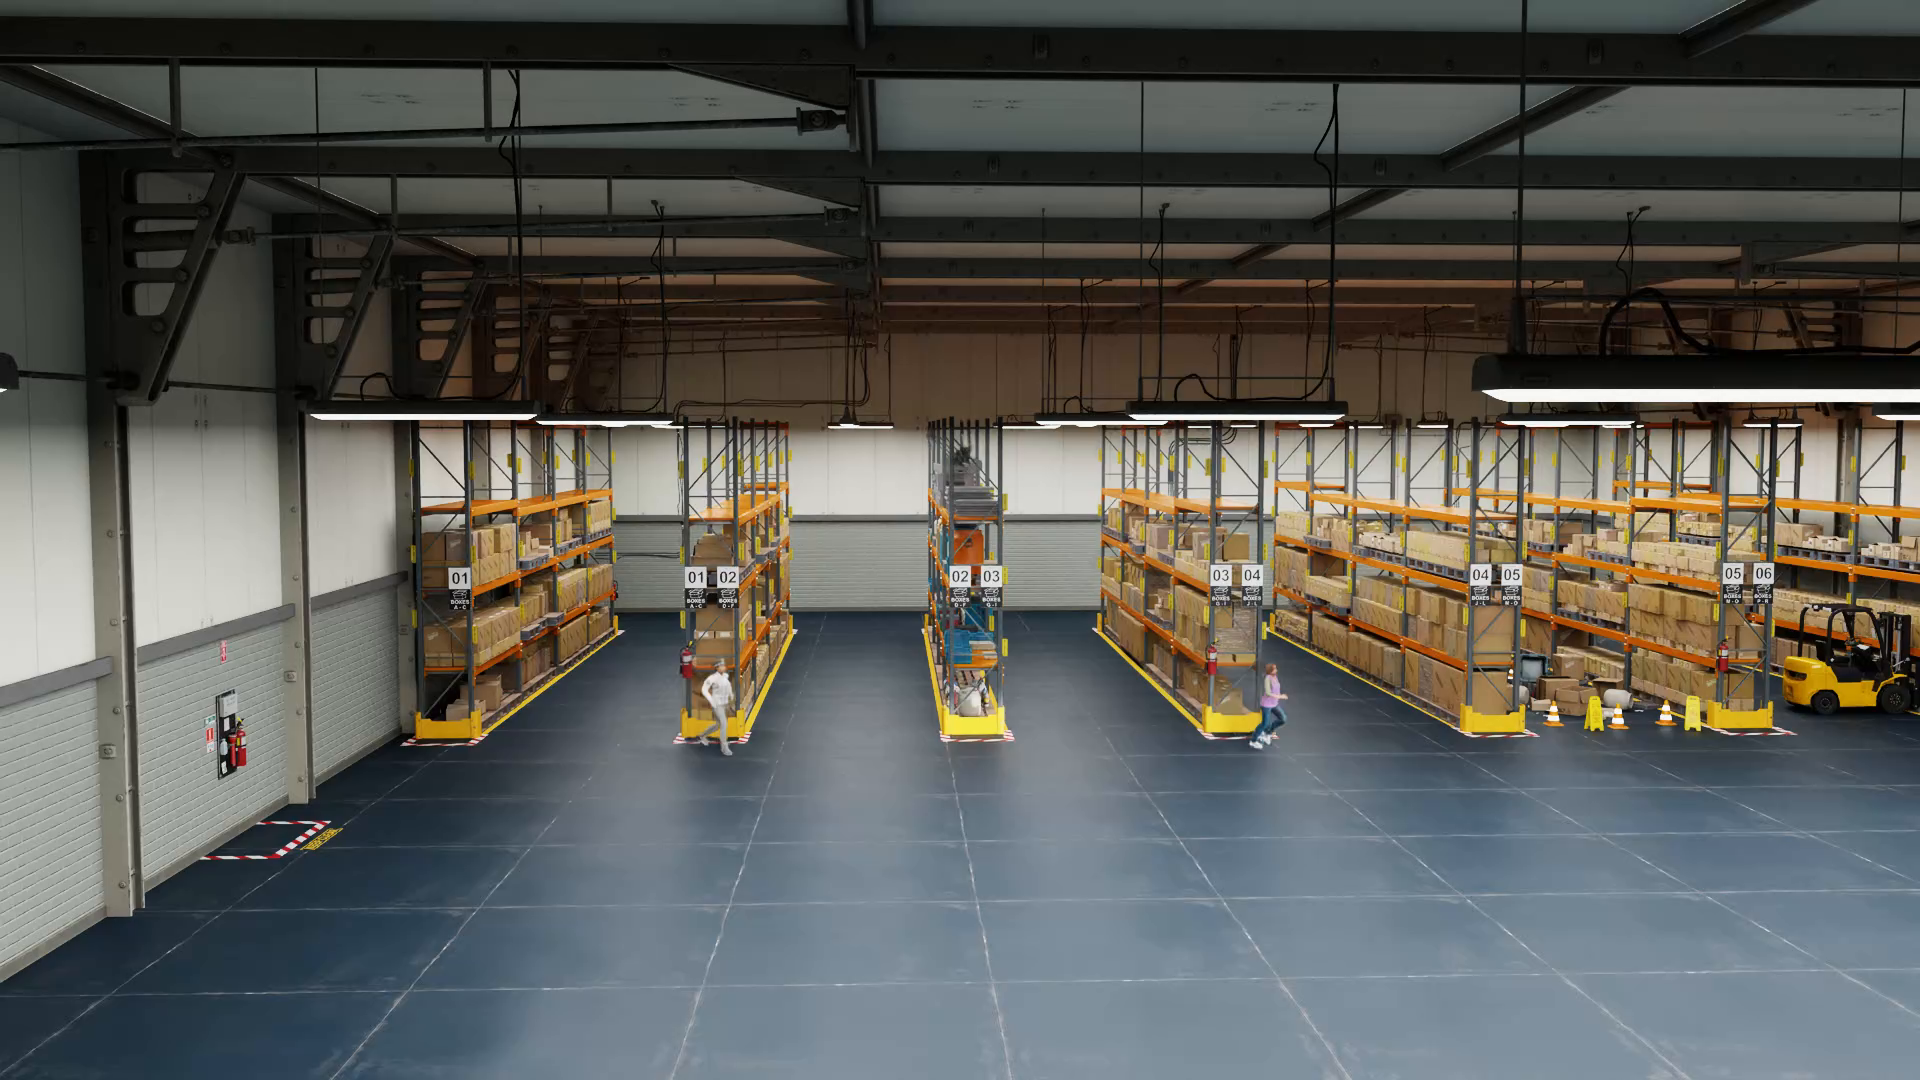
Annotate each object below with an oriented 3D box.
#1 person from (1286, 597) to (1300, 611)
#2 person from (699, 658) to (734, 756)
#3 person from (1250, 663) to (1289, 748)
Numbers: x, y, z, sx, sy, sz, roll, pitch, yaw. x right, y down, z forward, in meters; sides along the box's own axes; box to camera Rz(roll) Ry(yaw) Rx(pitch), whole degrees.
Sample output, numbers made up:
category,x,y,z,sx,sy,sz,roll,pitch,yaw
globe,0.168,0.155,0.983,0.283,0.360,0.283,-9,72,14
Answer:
category,x,y,z,sx,sy,sz,roll,pitch,yaw
person,9.874,1.738,48.927,0.629,1.635,0.658,2,4,33
person,-4.323,2.938,29.637,0.839,1.707,0.630,2,4,32
person,5.601,2.977,29.943,0.747,1.554,0.563,3,5,38
